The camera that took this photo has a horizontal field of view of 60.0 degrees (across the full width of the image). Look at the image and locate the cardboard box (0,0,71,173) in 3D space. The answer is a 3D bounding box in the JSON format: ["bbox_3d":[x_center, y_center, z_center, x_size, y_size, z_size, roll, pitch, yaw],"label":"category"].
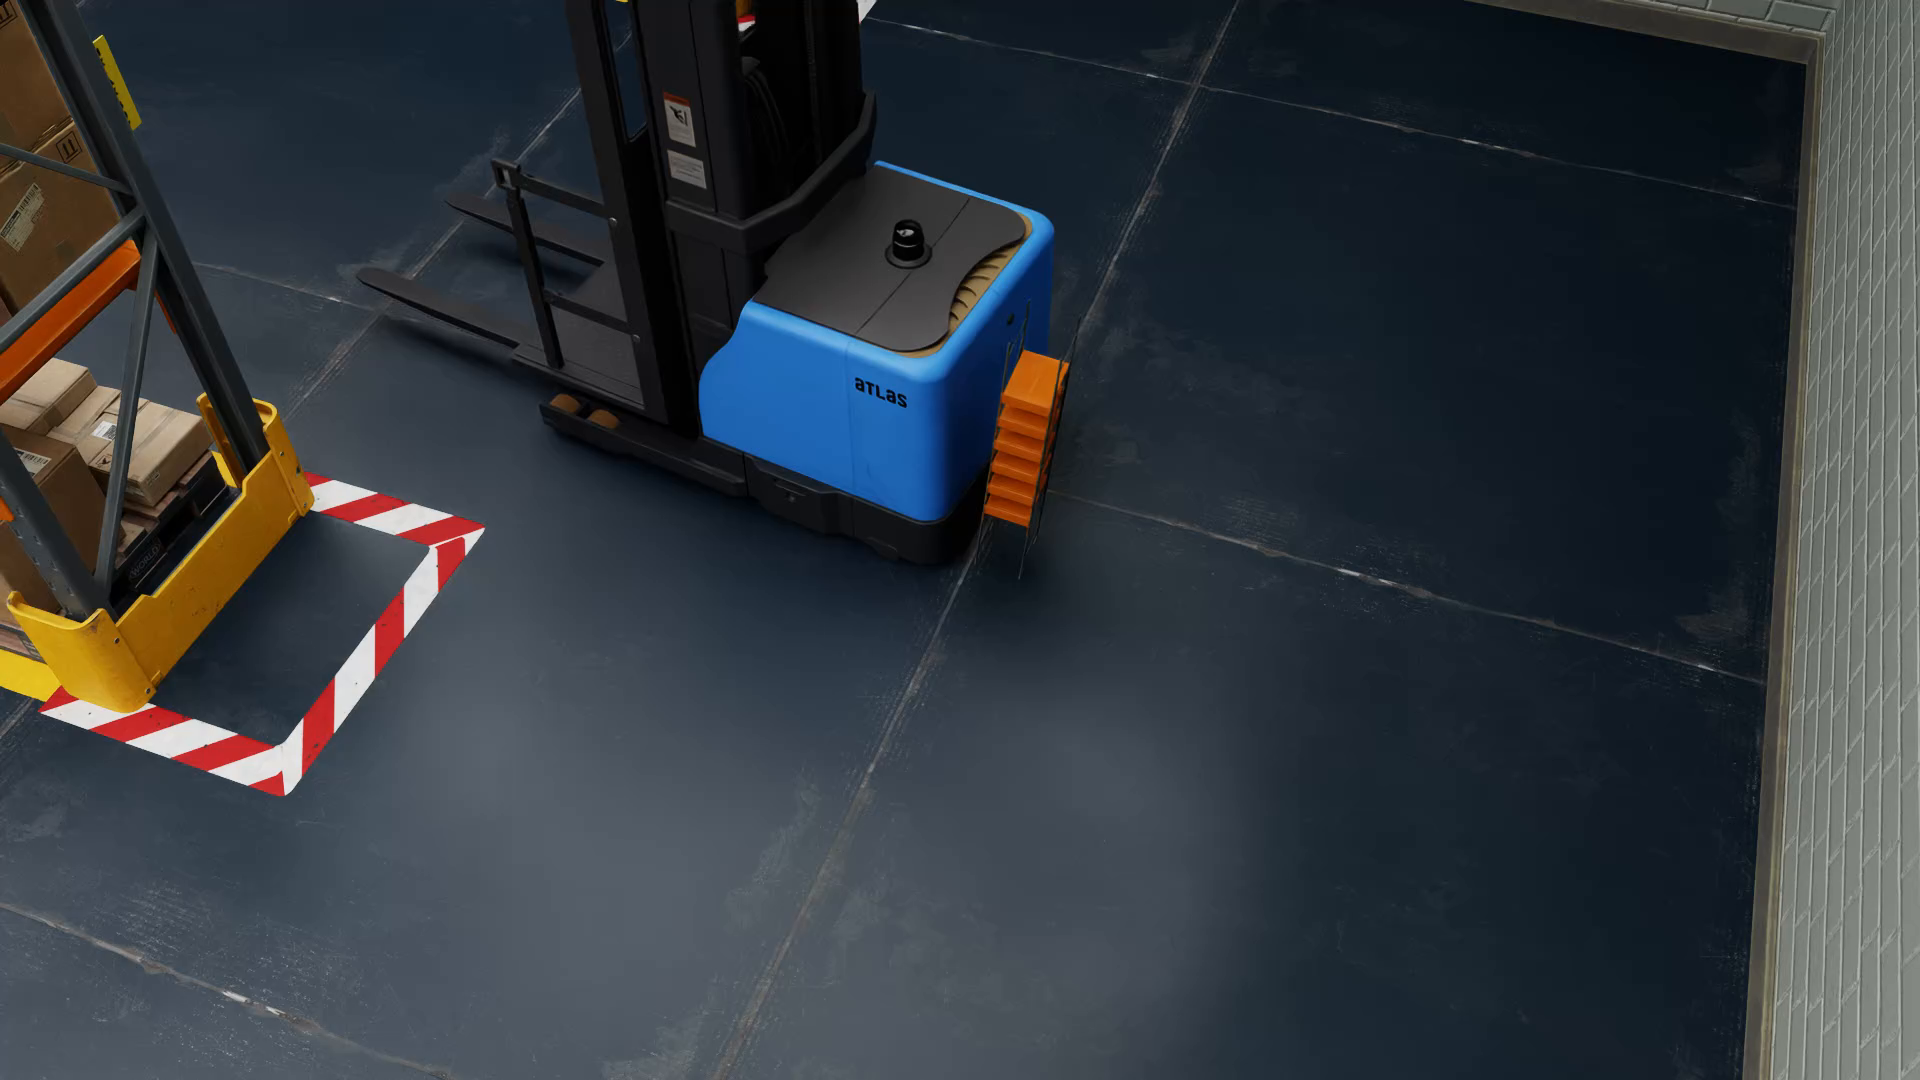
[{"bbox_3d":[-3.219,-1.438,5.150,0.500,0.500,0.500,17,51,14],"label":"cardboard box"}]

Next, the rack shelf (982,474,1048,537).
[{"bbox_3d":[0.212,-0.161,6.328,0.180,0.103,0.258,18,51,8],"label":"rack shelf"}]

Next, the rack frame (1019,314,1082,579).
[{"bbox_3d":[0.323,-0.312,6.095,0.006,1.200,0.240,18,51,8],"label":"rack frame"}]

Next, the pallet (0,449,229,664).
[{"bbox_3d":[-3.714,-0.089,6.555,1.213,0.211,1.003,16,51,13],"label":"pallet"}]

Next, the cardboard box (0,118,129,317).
[{"bbox_3d":[-3.219,-1.111,5.528,0.500,0.500,0.500,17,51,14],"label":"cardboard box"}]

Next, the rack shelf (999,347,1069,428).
[{"bbox_3d":[0.265,-0.538,5.864,0.180,0.103,0.258,18,51,8],"label":"rack shelf"}]

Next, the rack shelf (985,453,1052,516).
[{"bbox_3d":[0.222,-0.236,6.235,0.180,0.103,0.258,18,51,8],"label":"rack shelf"}]

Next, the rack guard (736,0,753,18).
[{"bbox_3d":[-1.159,-3.462,9.286,0.348,0.500,1.175,16,51,13],"label":"rack guard"}]

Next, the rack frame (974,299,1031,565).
[{"bbox_3d":[0.151,-0.367,6.121,0.006,1.200,0.240,18,51,8],"label":"rack frame"}]

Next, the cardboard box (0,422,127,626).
[{"bbox_3d":[-3.490,-0.068,6.054,0.500,0.500,0.500,16,51,13],"label":"cardboard box"}]

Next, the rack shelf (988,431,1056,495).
[{"bbox_3d":[0.233,-0.312,6.142,0.180,0.103,0.258,18,51,8],"label":"rack shelf"}]

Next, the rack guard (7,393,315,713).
[{"bbox_3d":[-2.966,0.024,6.265,0.348,0.500,1.175,16,51,13],"label":"rack guard"}]

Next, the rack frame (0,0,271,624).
[{"bbox_3d":[-2.894,-0.775,5.303,0.127,3.000,1.000,16,51,13],"label":"rack frame"}]

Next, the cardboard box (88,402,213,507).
[{"bbox_3d":[-3.168,-0.338,6.520,0.250,0.149,0.380,16,51,13],"label":"cardboard box"}]

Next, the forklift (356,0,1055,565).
[{"bbox_3d":[-1.174,-1.671,6.125,3.031,2.935,1.130,22,53,18],"label":"forklift"}]

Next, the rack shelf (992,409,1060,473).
[{"bbox_3d":[0.243,-0.387,6.050,0.180,0.103,0.258,18,51,8],"label":"rack shelf"}]

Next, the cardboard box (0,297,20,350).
[{"bbox_3d":[-3.409,-0.732,5.200,0.500,0.500,0.500,17,51,14],"label":"cardboard box"}]

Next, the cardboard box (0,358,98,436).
[{"bbox_3d":[-3.775,-0.493,6.587,0.500,0.250,0.500,16,51,13],"label":"cardboard box"}]

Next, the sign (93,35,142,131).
[{"bbox_3d":[-2.706,-1.443,5.309,0.005,0.325,0.100,16,51,13],"label":"sign"}]

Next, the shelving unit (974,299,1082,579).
[{"bbox_3d":[0.237,-0.340,6.108,0.189,1.200,0.258,18,51,8],"label":"shelving unit"}]

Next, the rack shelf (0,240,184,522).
[{"bbox_3d":[-4.770,-1.063,6.029,4.000,0.370,1.077,16,51,13],"label":"rack shelf"}]

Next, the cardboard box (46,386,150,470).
[{"bbox_3d":[-3.402,-0.410,6.570,0.250,0.166,0.380,16,51,13],"label":"cardboard box"}]

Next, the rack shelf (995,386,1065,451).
[{"bbox_3d":[0.254,-0.463,5.957,0.180,0.103,0.258,18,51,8],"label":"rack shelf"}]
